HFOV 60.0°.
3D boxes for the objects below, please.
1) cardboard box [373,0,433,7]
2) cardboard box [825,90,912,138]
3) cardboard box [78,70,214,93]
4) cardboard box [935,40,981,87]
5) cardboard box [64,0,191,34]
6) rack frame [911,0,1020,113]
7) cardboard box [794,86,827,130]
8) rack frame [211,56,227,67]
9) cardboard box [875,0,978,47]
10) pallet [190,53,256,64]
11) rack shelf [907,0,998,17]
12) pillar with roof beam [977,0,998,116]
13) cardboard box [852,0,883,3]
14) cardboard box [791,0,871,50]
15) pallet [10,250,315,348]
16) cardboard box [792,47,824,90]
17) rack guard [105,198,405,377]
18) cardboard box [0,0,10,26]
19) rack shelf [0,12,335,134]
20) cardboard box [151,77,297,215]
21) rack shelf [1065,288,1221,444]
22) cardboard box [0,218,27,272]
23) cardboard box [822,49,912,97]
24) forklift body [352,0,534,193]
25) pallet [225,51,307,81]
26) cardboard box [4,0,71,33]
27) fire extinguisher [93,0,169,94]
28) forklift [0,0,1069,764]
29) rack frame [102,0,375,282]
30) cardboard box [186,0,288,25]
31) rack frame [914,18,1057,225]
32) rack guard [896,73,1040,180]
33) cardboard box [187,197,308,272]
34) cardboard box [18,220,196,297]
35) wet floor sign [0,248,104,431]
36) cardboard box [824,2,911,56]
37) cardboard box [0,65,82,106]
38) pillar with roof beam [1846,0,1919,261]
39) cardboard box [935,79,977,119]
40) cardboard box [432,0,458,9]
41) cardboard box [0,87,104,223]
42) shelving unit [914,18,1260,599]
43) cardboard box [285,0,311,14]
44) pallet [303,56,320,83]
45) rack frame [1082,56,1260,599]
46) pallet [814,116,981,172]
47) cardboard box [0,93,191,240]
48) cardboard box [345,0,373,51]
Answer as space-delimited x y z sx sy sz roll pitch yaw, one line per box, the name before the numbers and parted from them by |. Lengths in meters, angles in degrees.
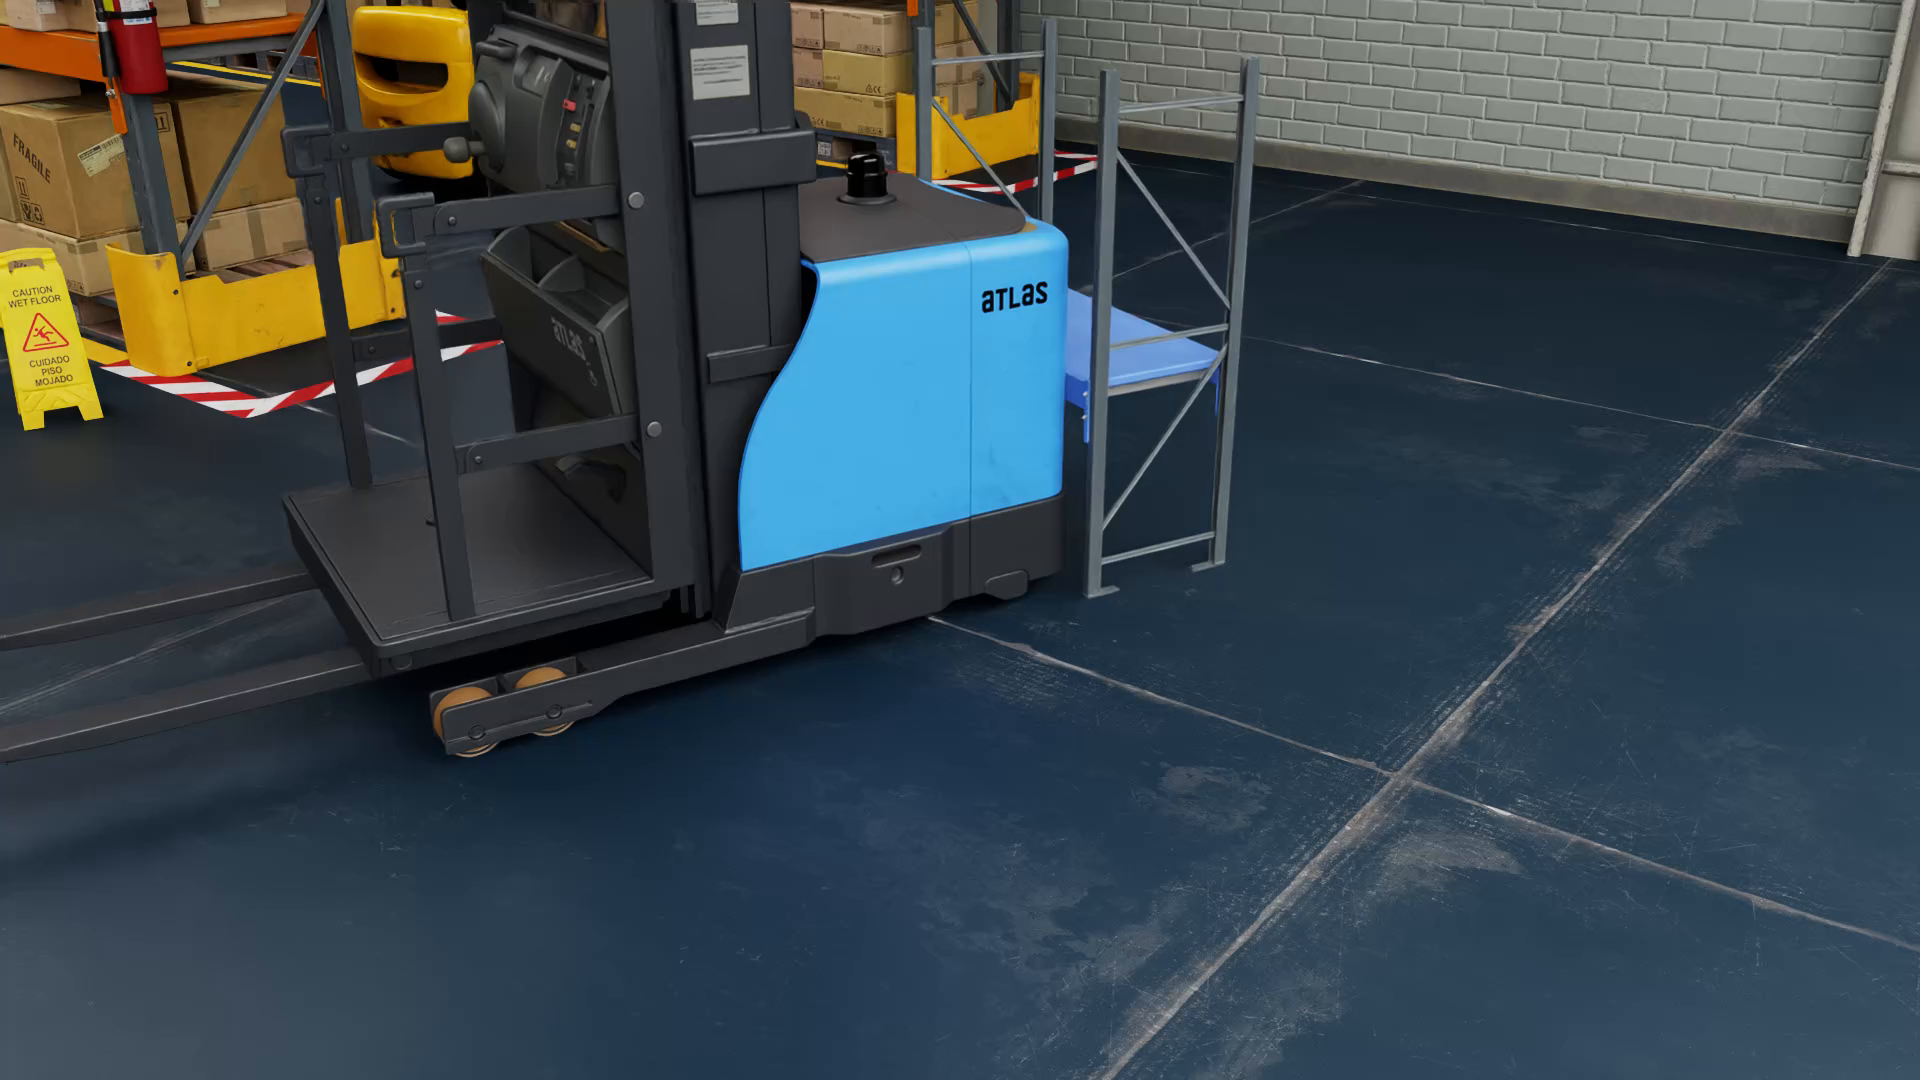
cardboard box | -4.196 -4.223 13.539 0.625 0.625 0.875 16 29 33
cardboard box | -0.520 -2.783 10.736 0.500 0.250 0.500 17 29 34
cardboard box | -3.849 -1.927 7.863 0.500 0.500 0.500 16 28 31
cardboard box | -0.206 -3.181 11.019 0.500 0.250 0.500 17 29 34
cardboard box | -3.356 -2.142 6.702 0.250 0.149 0.380 18 29 35
rack frame | 0.045 -3.838 10.240 0.127 3.000 1.000 17 29 33
cardboard box | -0.912 -2.906 11.016 0.500 0.250 0.500 17 29 33
rack frame | -6.356 -5.772 14.630 0.127 3.000 1.000 17 29 33
cardboard box | -0.226 -3.406 10.910 0.500 0.250 0.500 16 29 33
pallet | -6.931 -4.689 15.630 1.213 0.211 1.003 17 29 33
rack shelf | -1.555 -3.992 11.482 4.000 0.370 1.077 17 29 33
pillar with roof beam | -2.553 -5.653 6.920 0.400 9.000 9.100 17 29 33
cardboard box | -0.628 -3.526 11.182 0.500 0.250 0.500 17 29 33
cardboard box | -0.922 -3.361 10.808 0.500 0.250 0.500 17 29 34
pallet | -3.618 -1.185 7.678 1.213 0.211 1.003 17 29 33
cardboard box | -0.926 -3.142 10.930 0.500 0.250 0.500 16 29 33
rack guard | -2.989 -1.110 7.148 0.348 0.500 1.175 17 29 33
cardboard box | -3.818 -2.236 6.916 0.250 0.149 0.380 16 29 32
rack shelf | -4.529 -2.390 7.845 4.000 0.370 1.077 17 29 33
cardboard box | -3.428 -1.802 7.579 0.500 0.500 0.500 16 28 32
rack shelf | 0.335 -0.582 5.156 0.538 0.185 1.000 -13 27 -27
cardboard box | -4.147 -1.406 7.609 0.500 0.250 0.500 17 29 33
cardboard box | -0.532 -3.017 10.647 0.500 0.250 0.500 16 29 33
forklift body | -2.566 -3.319 10.116 1.214 2.155 2.313 17 29 33
pallet | -5.721 -4.284 14.712 1.213 0.211 1.003 17 29 33
cardboard box | -3.625 -2.167 6.760 0.250 0.149 0.380 16 29 33
fire extinguisher | -3.113 -2.023 6.218 0.183 0.674 0.296 17 29 33
forklift | -1.214 -1.056 4.011 3.031 2.935 1.130 -14 27 -29
rack frame | -2.929 -2.235 6.603 0.127 3.000 1.000 17 29 33
cardboard box | -3.076 -2.269 6.991 0.250 0.149 0.380 17 29 33
rack frame | 0.085 -0.925 5.489 0.500 1.500 0.032 -13 27 -27
rack guard | 0.065 -2.688 10.730 0.348 0.500 1.175 17 29 33
cardboard box | -3.408 -1.453 7.718 0.500 0.250 0.500 17 29 33
cardboard box | -3.756 -1.284 7.332 0.500 0.250 0.500 17 29 33
wet floor sign | -3.418 -0.767 6.190 0.267 0.644 0.232 -15 28 -30
cardboard box | -0.510 -3.240 10.532 0.500 0.250 0.500 18 29 35
cardboard box | -4.060 -1.986 7.192 0.250 0.149 0.380 18 29 35
pillar with roof beam | 2.248 -4.202 3.627 0.400 9.000 9.100 17 29 33
cardboard box | -0.230 -2.953 11.122 0.500 0.250 0.500 17 29 34
cardboard box | -3.580 -4.033 13.107 0.625 0.625 0.875 18 30 36
cardboard box | -4.146 -1.747 7.454 0.500 0.500 0.500 18 30 35
shelving unit | 0.335 -0.746 5.083 0.538 1.500 1.048 -13 27 -27
cardboard box | -5.338 -4.567 14.319 0.625 0.625 0.875 18 29 35
pallet | -4.749 -3.989 14.042 1.213 0.211 1.003 17 29 33
rack frame | 0.585 -0.568 4.678 0.500 1.500 0.032 -13 27 -27
pallet | -0.592 -2.733 11.191 1.213 0.211 1.003 17 29 33
cardboard box | -3.726 -1.622 7.170 0.500 0.500 0.500 17 29 34
cardboard box | -4.799 -4.404 13.950 0.625 0.625 0.875 15 28 31
